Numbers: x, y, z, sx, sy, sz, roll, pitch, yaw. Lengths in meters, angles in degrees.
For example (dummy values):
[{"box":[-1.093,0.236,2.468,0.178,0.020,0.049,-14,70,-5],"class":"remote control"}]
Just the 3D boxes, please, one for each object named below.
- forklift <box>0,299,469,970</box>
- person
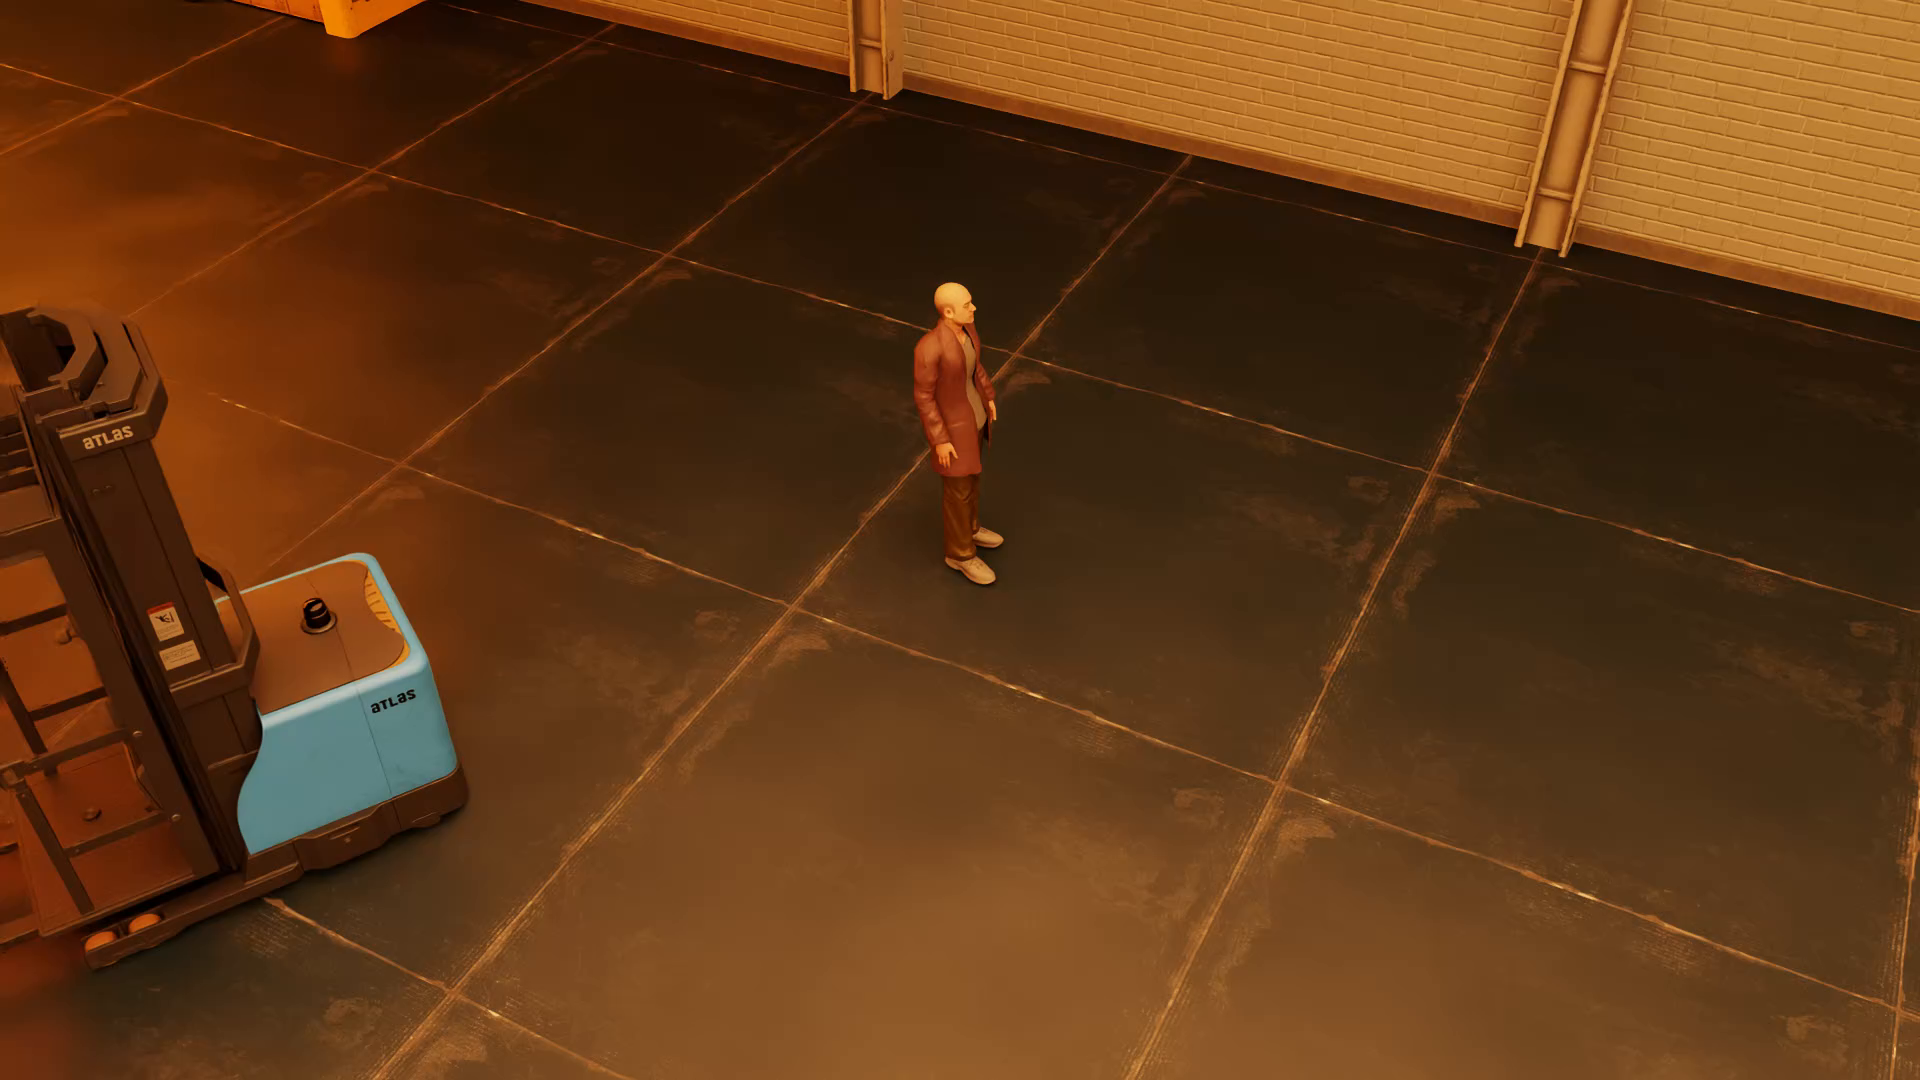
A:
[{"box":[-4.060,0.502,7.390,3.031,2.935,1.130,-22,45,-24],"class":"forklift"},{"box":[0.078,-0.656,9.649,0.582,1.776,0.696,18,43,21],"class":"person"}]
